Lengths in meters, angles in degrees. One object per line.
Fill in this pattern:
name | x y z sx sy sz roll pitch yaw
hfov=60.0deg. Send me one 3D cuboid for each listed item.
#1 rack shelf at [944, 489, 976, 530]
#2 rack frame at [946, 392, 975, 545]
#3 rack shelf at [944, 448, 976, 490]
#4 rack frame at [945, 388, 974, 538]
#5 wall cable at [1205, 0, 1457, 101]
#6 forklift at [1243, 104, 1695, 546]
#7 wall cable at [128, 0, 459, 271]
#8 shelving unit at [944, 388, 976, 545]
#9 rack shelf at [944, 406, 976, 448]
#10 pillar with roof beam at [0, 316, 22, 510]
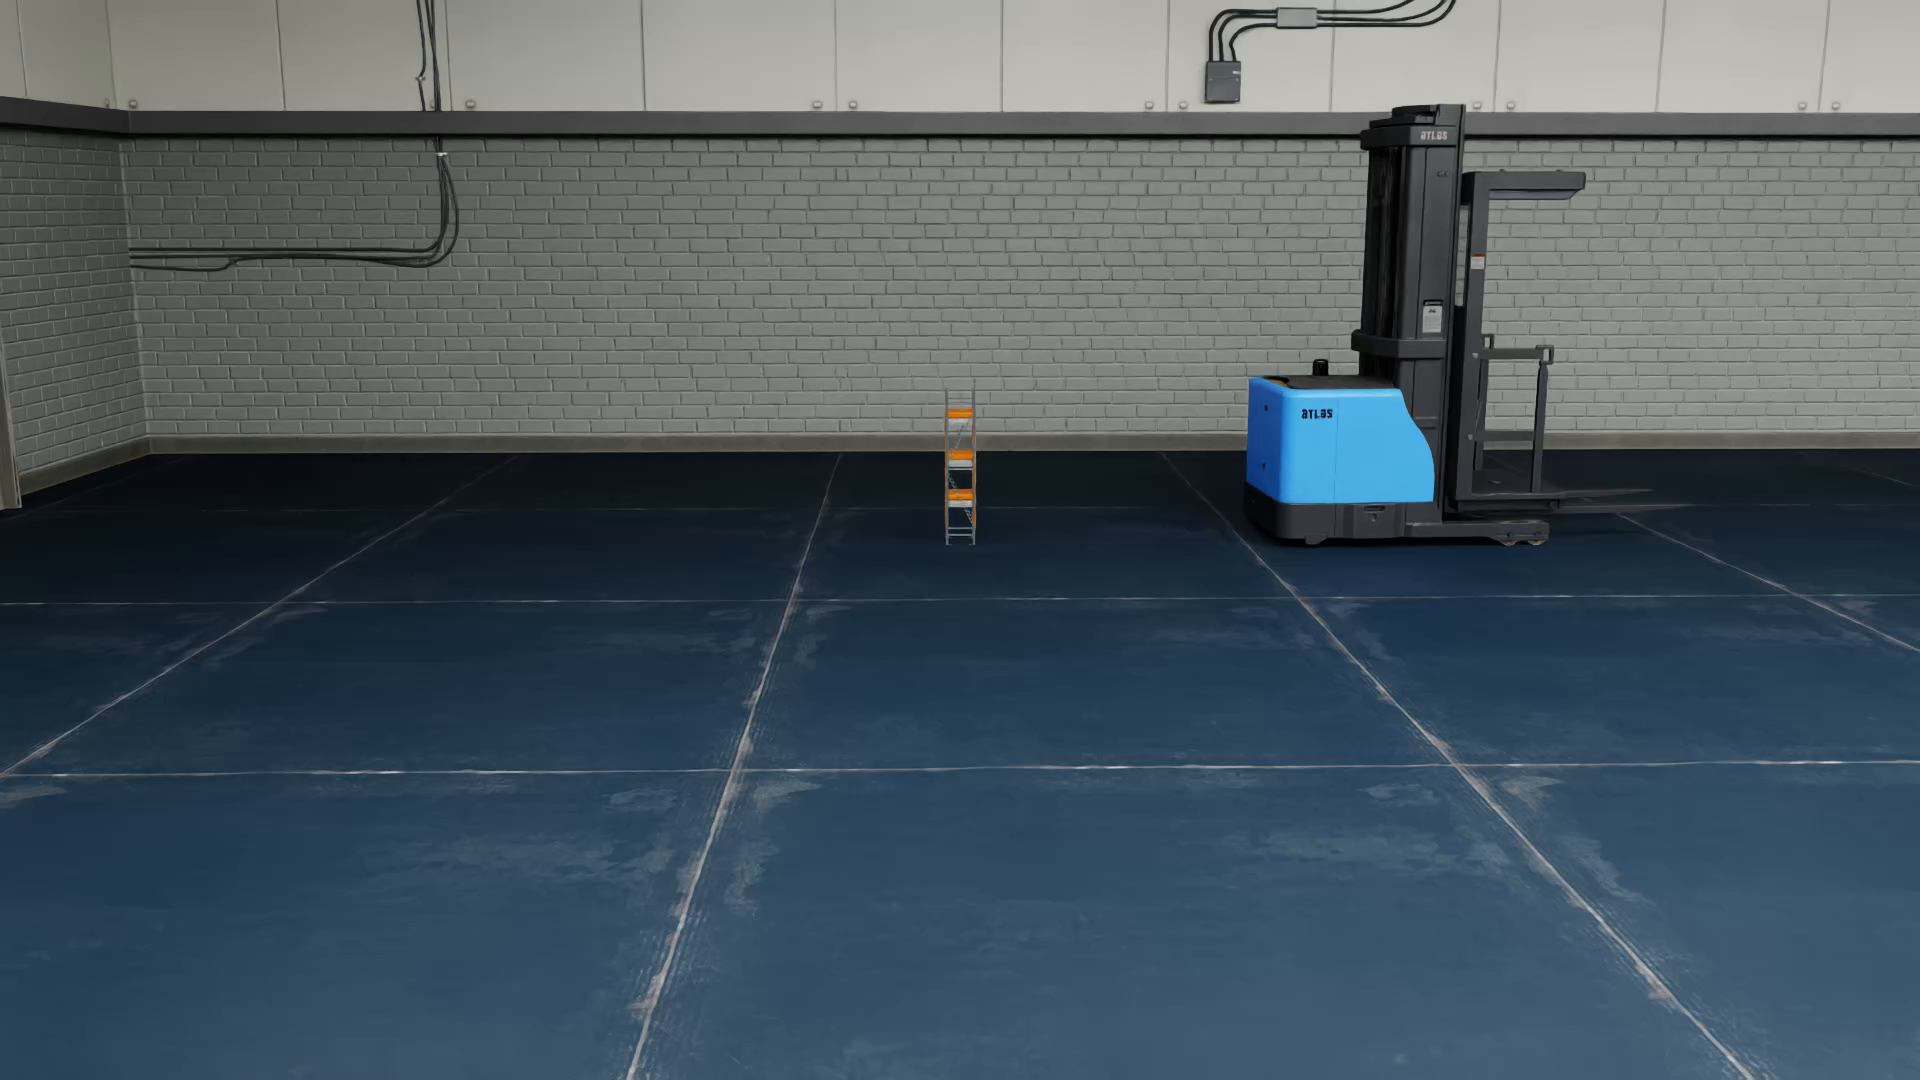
rack shelf | 0.001 -0.221 11.460 0.215 0.259 0.240 0 11 -1
rack frame | 0.004 -0.480 11.283 0.200 1.050 0.008 0 11 -1
rack shelf | 0.001 -0.494 11.404 0.215 0.259 0.240 0 11 -1
rack frame | -0.001 -0.528 11.522 0.200 1.050 0.008 0 11 -1
wall cable | 3.378 -6.919 14.478 2.305 6.003 0.169 0 11 -1
forklift | 3.615 -1.502 11.592 3.031 2.935 1.130 -1 12 -5
wall cable | -6.114 -3.695 14.948 3.097 2.526 0.112 0 11 -1
shelving unit | 0.001 -0.504 11.402 0.215 1.050 0.252 0 11 -1
rack shelf | 0.001 -0.772 11.348 0.215 0.259 0.240 0 11 -1
pillar with roof beam | -3.071 -4.643 11.813 9.100 9.000 0.400 0 11 -1
